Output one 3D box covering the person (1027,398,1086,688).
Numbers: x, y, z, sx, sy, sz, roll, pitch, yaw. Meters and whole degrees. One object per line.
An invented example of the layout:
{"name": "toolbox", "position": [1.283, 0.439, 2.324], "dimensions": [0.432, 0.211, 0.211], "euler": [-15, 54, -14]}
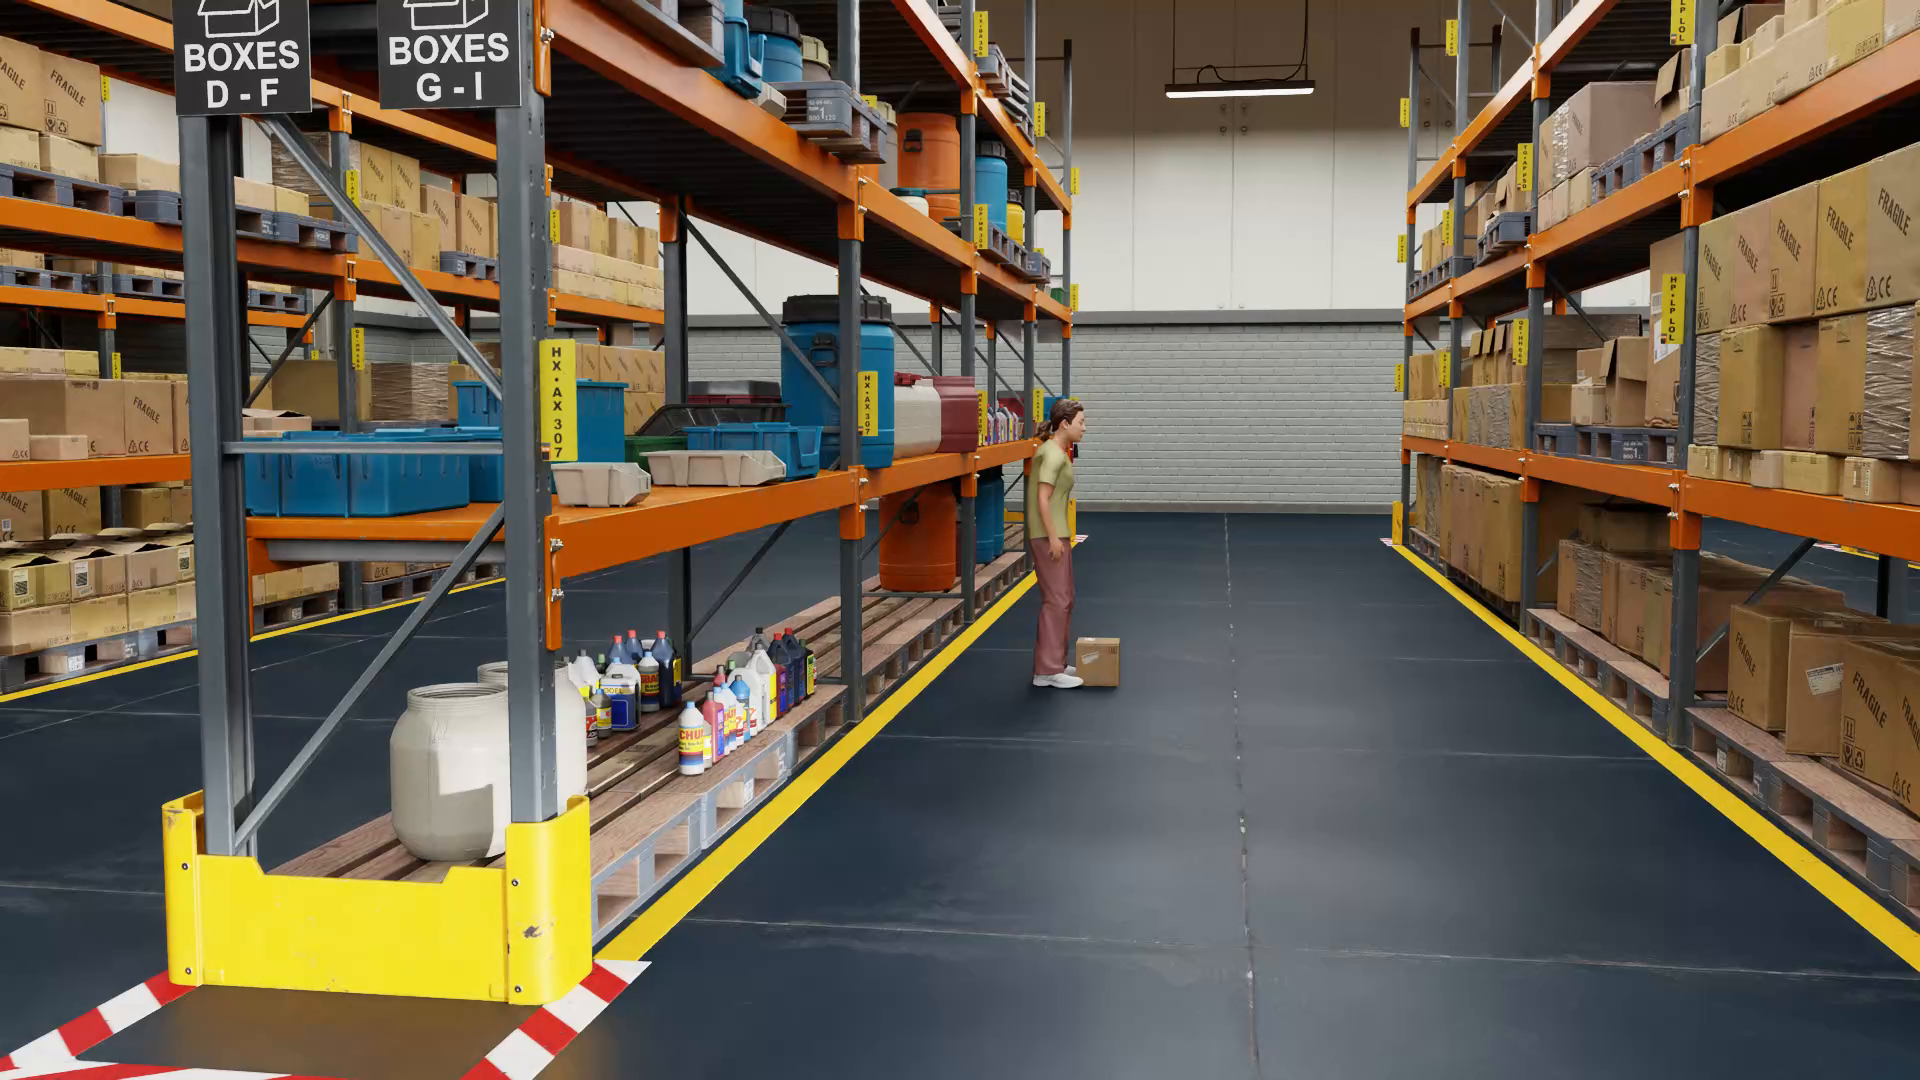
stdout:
{"name": "person", "position": [0.570, 0.006, 9.781], "dimensions": [0.354, 1.673, 0.499], "euler": [1, 5, 8]}
